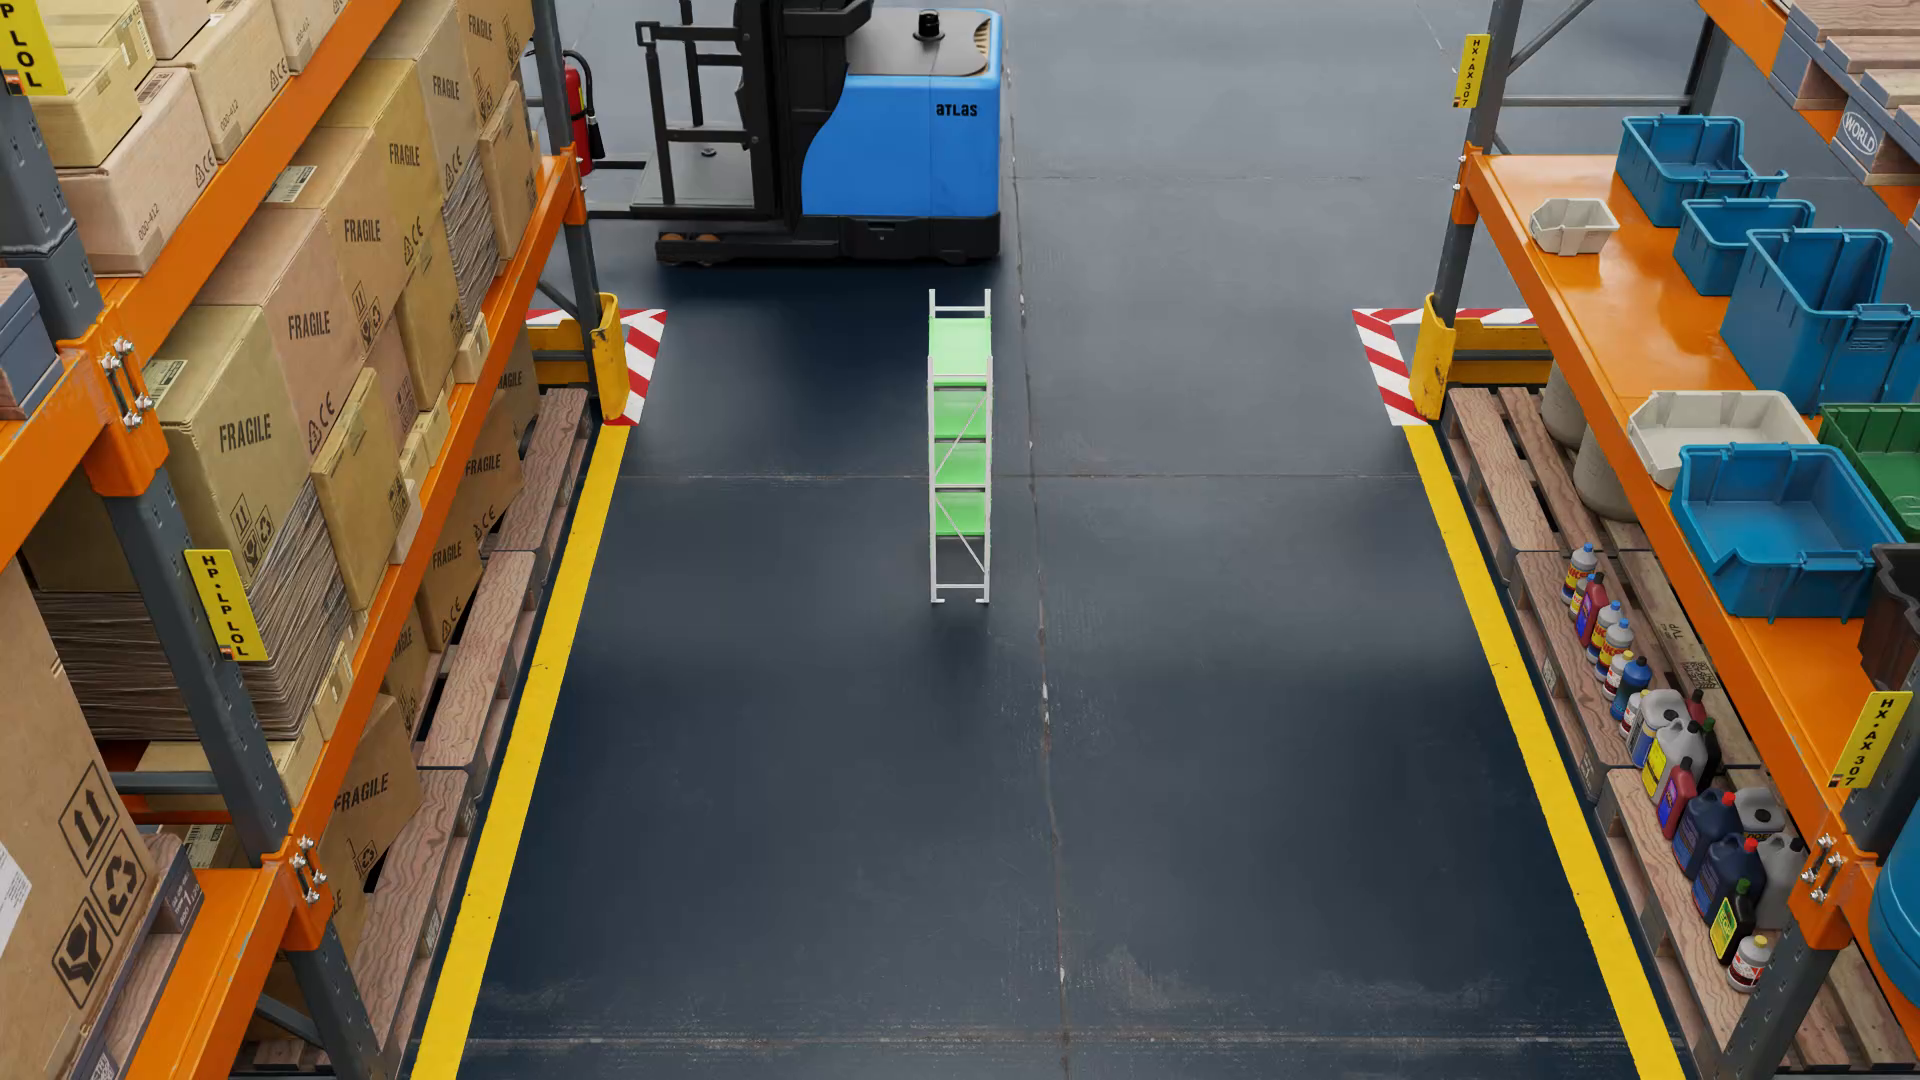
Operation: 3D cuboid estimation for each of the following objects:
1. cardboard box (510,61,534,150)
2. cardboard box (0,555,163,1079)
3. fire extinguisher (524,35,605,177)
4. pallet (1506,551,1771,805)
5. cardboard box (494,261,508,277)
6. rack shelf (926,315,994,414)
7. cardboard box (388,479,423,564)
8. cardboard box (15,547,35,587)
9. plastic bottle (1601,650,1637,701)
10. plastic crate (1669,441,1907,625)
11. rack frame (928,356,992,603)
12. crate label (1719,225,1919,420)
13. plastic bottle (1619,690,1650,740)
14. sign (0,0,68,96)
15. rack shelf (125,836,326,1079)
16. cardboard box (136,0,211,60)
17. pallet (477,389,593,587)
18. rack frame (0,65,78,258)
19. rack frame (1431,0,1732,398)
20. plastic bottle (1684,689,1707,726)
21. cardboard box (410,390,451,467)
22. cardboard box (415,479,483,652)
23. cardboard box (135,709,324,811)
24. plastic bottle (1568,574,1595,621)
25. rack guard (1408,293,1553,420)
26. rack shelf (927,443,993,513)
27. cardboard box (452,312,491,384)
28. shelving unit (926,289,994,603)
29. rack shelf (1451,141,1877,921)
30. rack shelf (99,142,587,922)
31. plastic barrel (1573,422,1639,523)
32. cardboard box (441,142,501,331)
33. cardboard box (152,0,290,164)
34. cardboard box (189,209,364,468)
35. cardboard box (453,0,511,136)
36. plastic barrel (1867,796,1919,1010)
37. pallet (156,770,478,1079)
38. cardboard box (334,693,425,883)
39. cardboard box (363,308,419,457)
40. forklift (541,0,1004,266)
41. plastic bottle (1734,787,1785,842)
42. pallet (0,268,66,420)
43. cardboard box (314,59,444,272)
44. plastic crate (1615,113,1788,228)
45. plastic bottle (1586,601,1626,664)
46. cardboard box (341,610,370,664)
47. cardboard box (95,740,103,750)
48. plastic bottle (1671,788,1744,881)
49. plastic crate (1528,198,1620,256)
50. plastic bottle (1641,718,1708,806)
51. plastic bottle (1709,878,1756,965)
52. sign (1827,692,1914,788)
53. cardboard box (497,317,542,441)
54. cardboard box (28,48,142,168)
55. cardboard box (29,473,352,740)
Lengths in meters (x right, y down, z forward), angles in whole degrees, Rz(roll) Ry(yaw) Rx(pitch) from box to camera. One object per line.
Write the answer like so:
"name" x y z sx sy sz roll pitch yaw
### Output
"cardboard box" -2.234 -1.708 6.665 0.875 0.500 0.500 0 39 0
"cardboard box" -2.342 0.703 3.158 1.000 1.000 1.000 0 39 0
"fire extinguisher" -1.747 -1.939 7.333 0.296 0.674 0.183 0 39 0
"pallet" 2.787 0.504 6.452 1.003 0.211 1.213 0 39 0
"cardboard box" -1.964 -1.152 6.490 0.380 0.149 0.250 0 39 0
"rack shelf" 0.000 -0.689 6.485 0.258 0.148 0.480 0 39 0
"cardboard box" -1.887 -0.058 5.124 0.380 0.149 0.250 0 39 0
"cardboard box" -2.479 -0.222 4.011 0.500 0.500 0.500 0 39 0
"plastic bottle" 2.437 0.492 6.123 0.097 0.201 0.097 0 39 0
"plastic crate" 2.477 -0.033 5.012 0.499 0.251 0.616 0 39 0
"rack frame" 0.000 -0.212 6.555 0.240 1.200 0.015 0 39 0
"crate label" 3.018 -0.764 5.776 0.502 0.435 0.616 0 39 0
"plastic bottle" 2.437 0.621 5.962 0.097 0.201 0.097 0 39 0
"sign" -1.648 -0.924 2.878 0.100 0.325 0.005 0 39 0
"rack shelf" -2.201 2.136 2.762 1.077 0.370 4.000 0 39 0
"cardboard box" -1.943 -1.204 3.756 0.380 0.149 0.250 0 39 0
"pallet" -2.242 -0.253 7.397 1.003 0.211 1.213 0 39 0
"rack frame" -2.203 -1.737 2.221 1.000 3.000 0.127 0 39 0
"rack frame" 2.745 -1.901 7.223 1.000 3.000 0.127 0 39 0
"plastic bottle" 2.571 0.662 5.845 0.061 0.283 0.133 0 39 0
"cardboard box" -1.917 -0.370 5.514 0.380 0.149 0.250 0 39 0
"cardboard box" -2.207 0.070 6.427 0.500 0.500 0.500 3 39 4
"cardboard box" -1.902 0.568 4.344 0.380 0.149 0.250 0 39 0
"plastic bottle" 2.436 0.218 6.465 0.097 0.201 0.097 0 39 0
"rack guard" 2.793 -0.878 7.946 1.175 0.500 0.348 0 39 0
"rack shelf" 0.000 -0.315 6.786 0.258 0.148 0.480 0 39 0
"cardboard box" -1.894 -0.683 5.905 0.380 0.149 0.250 0 39 0
"shelving unit" 0.000 -0.365 6.746 0.258 1.200 0.503 0 39 0
"rack shelf" 2.748 -0.369 5.887 1.077 0.370 4.000 0 39 0
"rack shelf" -2.205 -0.366 5.883 1.077 0.370 4.000 0 39 0
"plastic barrel" 2.823 -0.369 6.965 0.421 0.512 0.421 0 39 0
"cardboard box" -2.156 -1.083 5.885 0.875 0.500 0.500 0 39 0
"cardboard box" -1.953 -1.120 3.971 0.500 0.250 0.500 0 39 0
"cardboard box" -1.951 -0.535 4.402 0.500 0.500 0.500 0 39 0
"cardboard box" -1.953 -1.786 5.963 0.500 0.500 0.500 0 39 0
"plastic barrel" 2.448 0.647 3.643 0.600 0.901 0.708 0 39 0
"pallet" -2.239 1.272 5.493 1.003 0.211 1.213 0 39 0
"cardboard box" -2.172 0.807 5.507 0.500 0.500 0.500 12 40 14
"cardboard box" -2.208 -0.458 5.105 0.875 0.500 0.500 0 39 0
"forklift" -1.280 -2.980 8.625 3.031 2.935 1.130 1 39 2
"plastic bottle" 2.609 0.953 5.488 0.152 0.276 0.135 0 39 0
"pallet" -2.309 -0.107 2.736 1.213 0.211 1.003 0 39 0
"cardboard box" -1.963 -1.161 5.182 0.500 0.500 0.500 0 39 0
"plastic crate" 3.045 -1.530 6.879 0.499 0.251 0.616 0 39 0
"plastic bottle" 2.436 0.341 6.256 0.097 0.271 0.097 0 39 0
"cardboard box" -1.918 0.255 4.734 0.380 0.149 0.250 0 39 0
"cardboard box" -2.497 0.568 4.343 0.380 0.149 0.250 0 39 0
"plastic bottle" 2.461 0.940 5.445 0.144 0.351 0.185 -2 39 -2
"plastic crate" 2.425 -1.238 6.607 0.298 0.136 0.250 0 39 0
"plastic bottle" 2.460 0.738 5.697 0.144 0.351 0.185 0 39 0
"plastic bottle" 2.420 1.188 5.189 0.061 0.283 0.133 2 39 2
"sign" 2.200 0.486 4.023 0.100 0.325 0.005 0 39 0
"cardboard box" -2.224 -0.695 7.382 0.500 0.500 0.500 7 39 8
"cardboard box" -1.895 -0.867 3.335 0.380 0.149 0.250 -1 39 -1
"cardboard box" -2.142 0.168 4.324 0.875 0.500 0.500 0 39 0
